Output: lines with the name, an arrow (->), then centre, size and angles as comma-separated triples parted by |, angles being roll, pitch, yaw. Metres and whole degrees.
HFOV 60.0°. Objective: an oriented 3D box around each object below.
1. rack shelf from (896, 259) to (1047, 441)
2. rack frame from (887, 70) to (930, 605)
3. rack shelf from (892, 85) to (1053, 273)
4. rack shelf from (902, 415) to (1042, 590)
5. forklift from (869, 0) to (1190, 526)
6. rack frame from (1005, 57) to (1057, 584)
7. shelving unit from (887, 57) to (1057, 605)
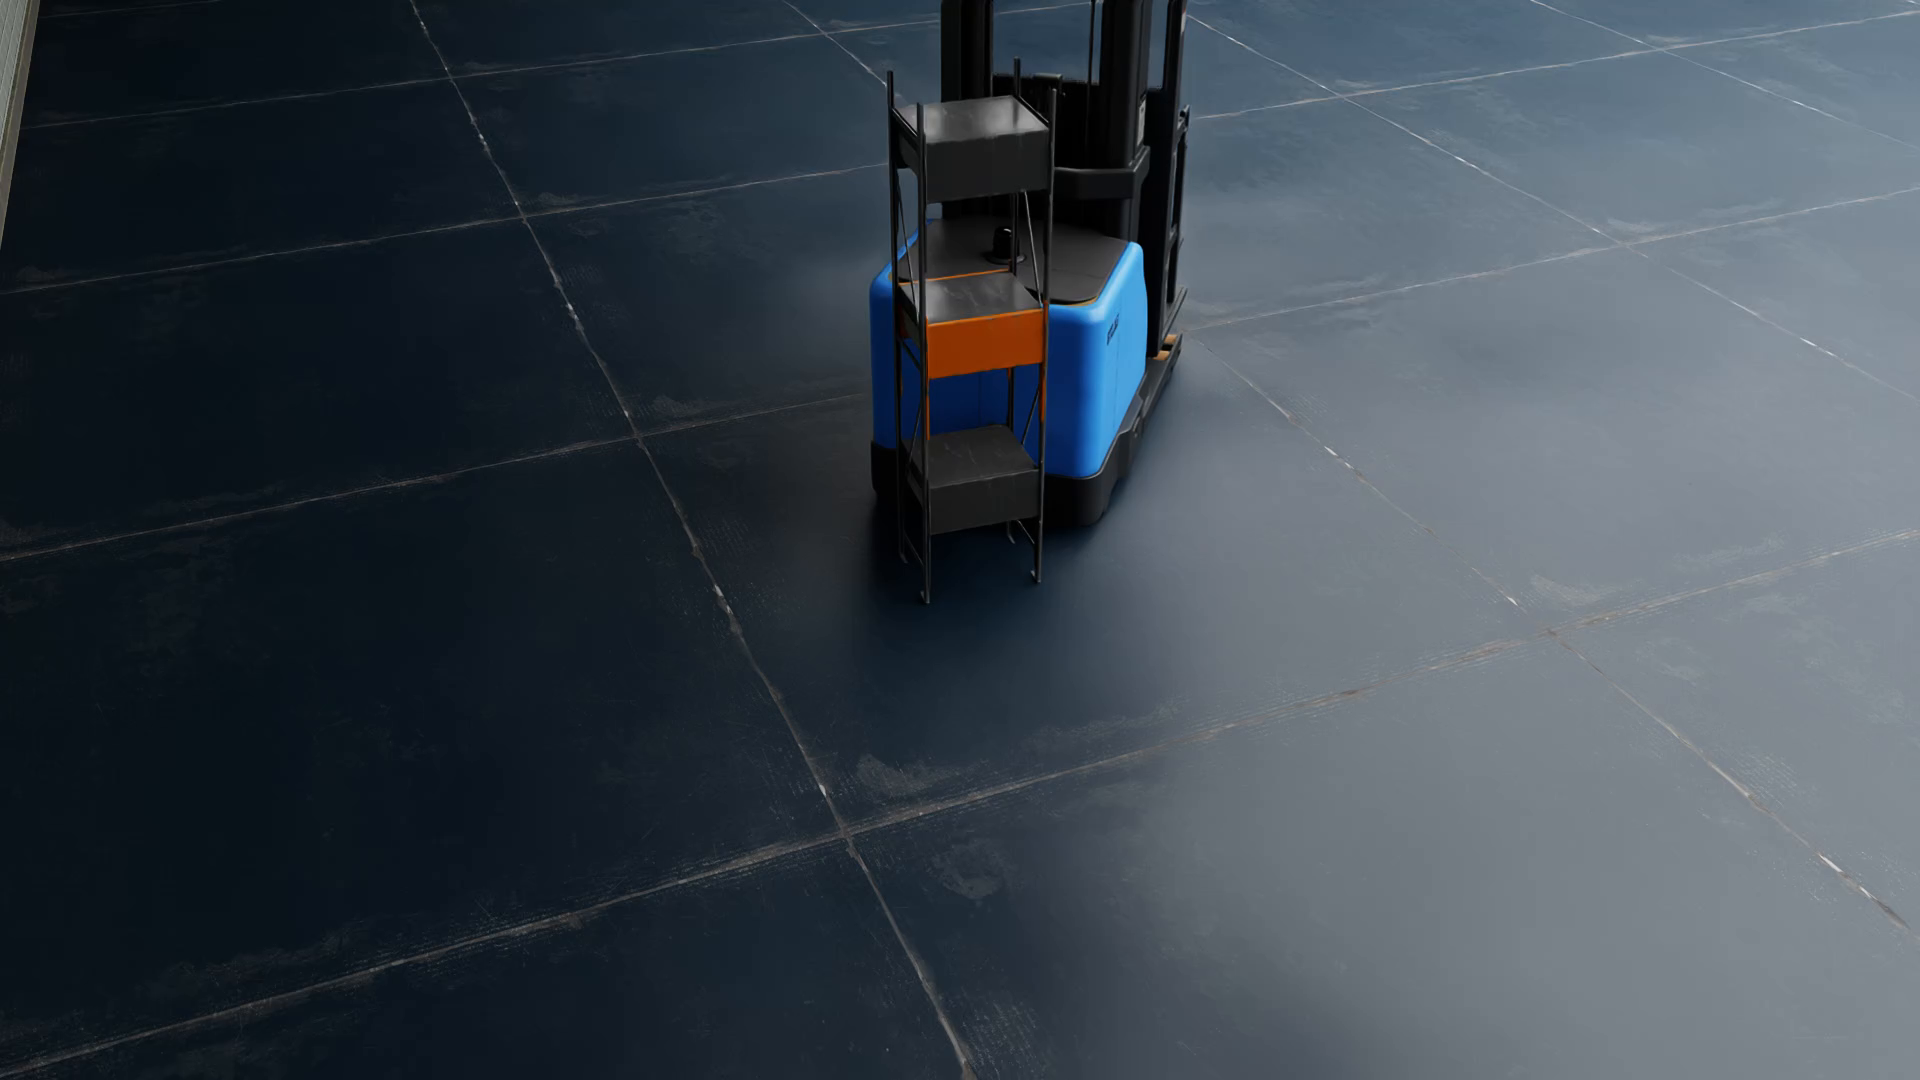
rack shelf -> 0.037, -0.747, 6.498 | 0.480, 0.518, 0.431 | -10, 34, -15
rack frame -> -0.194, -0.717, 6.426 | 0.015, 2.100, 0.400 | -10, 34, -15
rack shelf -> 0.037, -1.334, 6.116 | 0.480, 0.518, 0.431 | -10, 34, -15
rack shelf -> 0.037, -0.160, 6.880 | 0.480, 0.518, 0.431 | -10, 34, -15
forklift -> 0.522, -2.085, 7.768 | 1.130, 2.935, 3.031 | 9, 34, 14
rack frame -> 0.269, -0.800, 6.554 | 0.015, 2.100, 0.400 | -10, 34, -15
shelving unit -> 0.037, -0.759, 6.490 | 0.503, 2.100, 0.431 | -10, 34, -15
